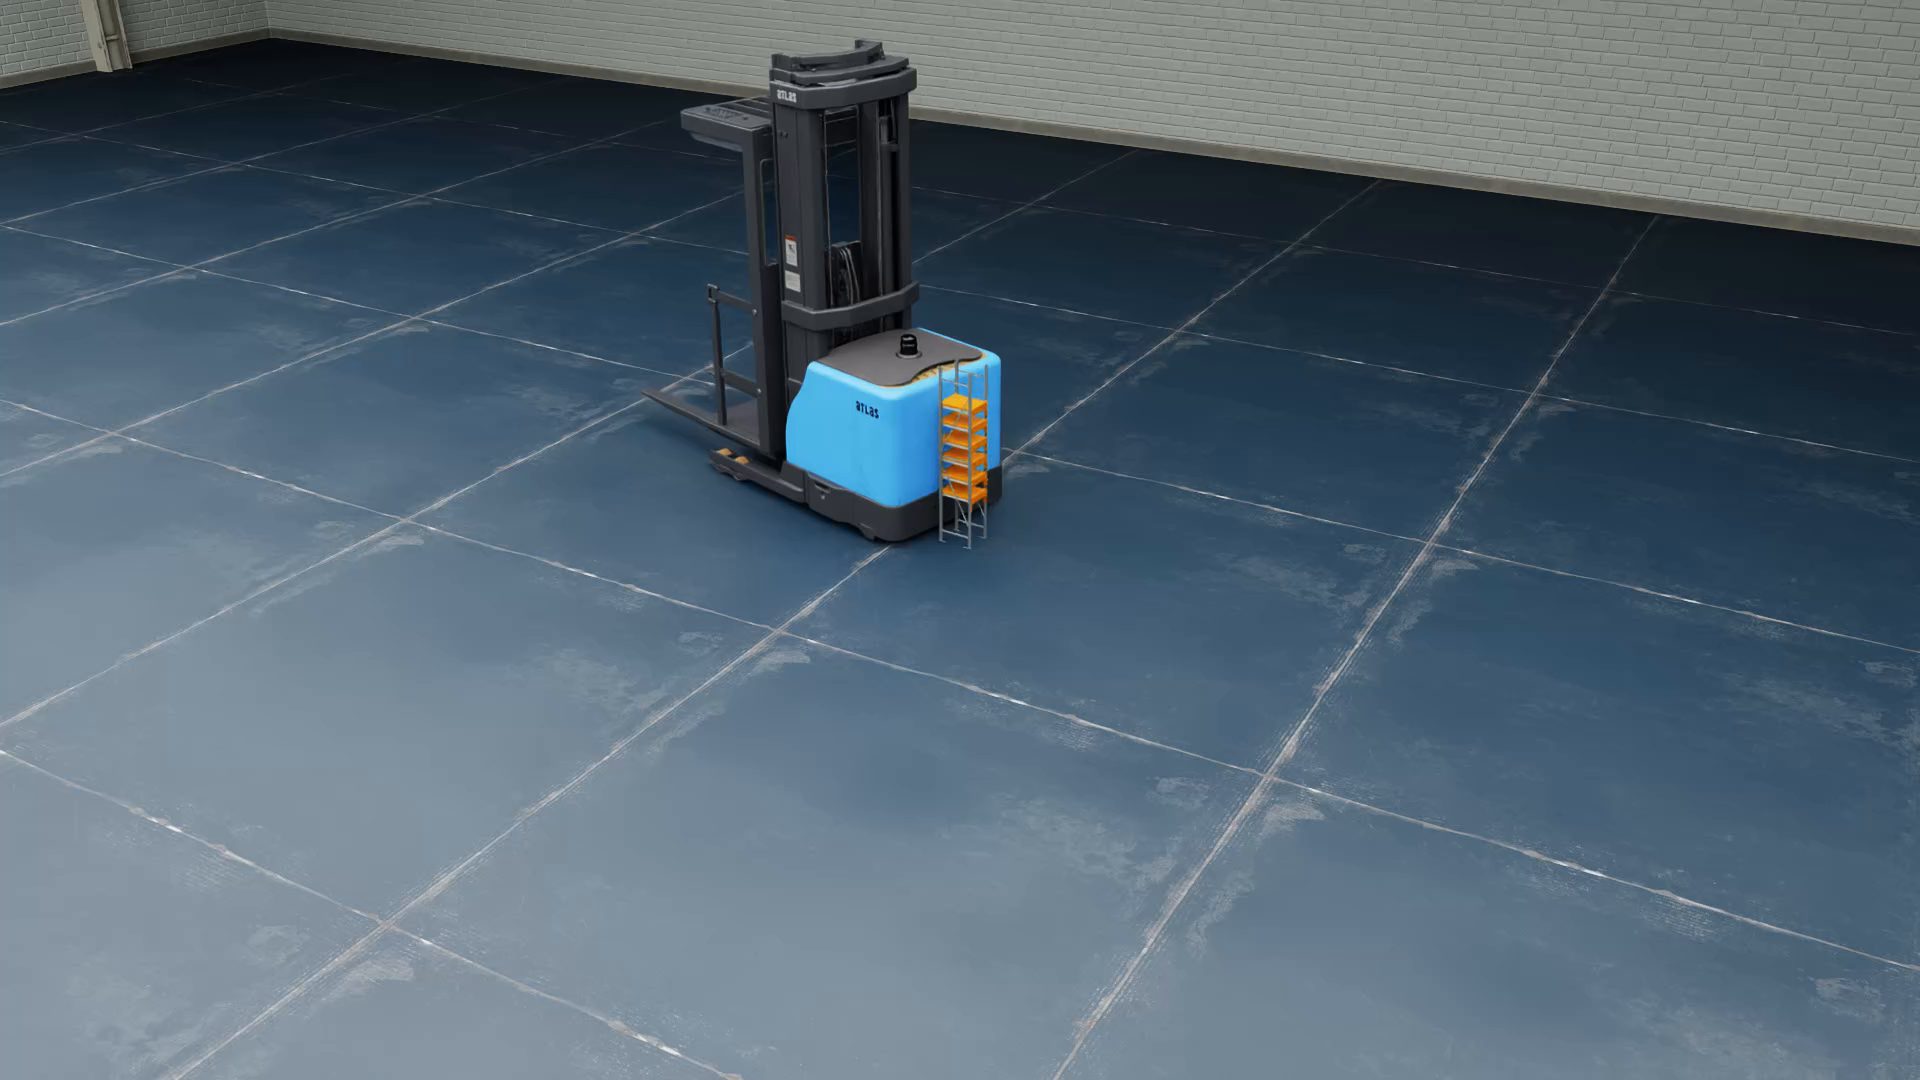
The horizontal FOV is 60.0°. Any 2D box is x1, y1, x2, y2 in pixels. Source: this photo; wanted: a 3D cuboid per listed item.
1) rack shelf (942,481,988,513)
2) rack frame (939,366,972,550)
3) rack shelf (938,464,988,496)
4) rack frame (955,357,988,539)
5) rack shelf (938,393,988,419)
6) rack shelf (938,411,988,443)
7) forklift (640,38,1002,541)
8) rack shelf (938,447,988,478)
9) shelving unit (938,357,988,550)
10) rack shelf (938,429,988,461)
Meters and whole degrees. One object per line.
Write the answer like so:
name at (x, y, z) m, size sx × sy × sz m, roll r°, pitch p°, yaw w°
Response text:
rack shelf at (0.020, -0.281, 10.607) m, size 0.258 × 0.103 × 0.180 m, roll 17°, pitch 31°, yaw 30°
rack frame at (-0.030, -0.501, 10.411) m, size 0.240 × 1.200 × 0.006 m, roll 17°, pitch 31°, yaw 30°
rack shelf at (0.020, -0.388, 10.553) m, size 0.258 × 0.103 × 0.180 m, roll 17°, pitch 31°, yaw 30°
rack frame at (0.071, -0.570, 10.548) m, size 0.240 × 1.200 × 0.006 m, roll 17°, pitch 31°, yaw 30°
rack shelf at (0.020, -0.818, 10.338) m, size 0.258 × 0.103 × 0.180 m, roll 17°, pitch 31°, yaw 30°
rack shelf at (0.020, -0.710, 10.392) m, size 0.258 × 0.103 × 0.180 m, roll 17°, pitch 31°, yaw 30°
forklift at (-1.111, -1.865, 11.202) m, size 1.130 × 2.935 × 3.031 m, roll -24°, pitch 35°, yaw -39°
rack shelf at (0.020, -0.496, 10.499) m, size 0.258 × 0.103 × 0.180 m, roll 17°, pitch 31°, yaw 30°
shelving unit at (0.020, -0.535, 10.479) m, size 0.258 × 1.200 × 0.189 m, roll 17°, pitch 31°, yaw 30°
rack shelf at (0.020, -0.603, 10.445) m, size 0.258 × 0.103 × 0.180 m, roll 17°, pitch 31°, yaw 30°
